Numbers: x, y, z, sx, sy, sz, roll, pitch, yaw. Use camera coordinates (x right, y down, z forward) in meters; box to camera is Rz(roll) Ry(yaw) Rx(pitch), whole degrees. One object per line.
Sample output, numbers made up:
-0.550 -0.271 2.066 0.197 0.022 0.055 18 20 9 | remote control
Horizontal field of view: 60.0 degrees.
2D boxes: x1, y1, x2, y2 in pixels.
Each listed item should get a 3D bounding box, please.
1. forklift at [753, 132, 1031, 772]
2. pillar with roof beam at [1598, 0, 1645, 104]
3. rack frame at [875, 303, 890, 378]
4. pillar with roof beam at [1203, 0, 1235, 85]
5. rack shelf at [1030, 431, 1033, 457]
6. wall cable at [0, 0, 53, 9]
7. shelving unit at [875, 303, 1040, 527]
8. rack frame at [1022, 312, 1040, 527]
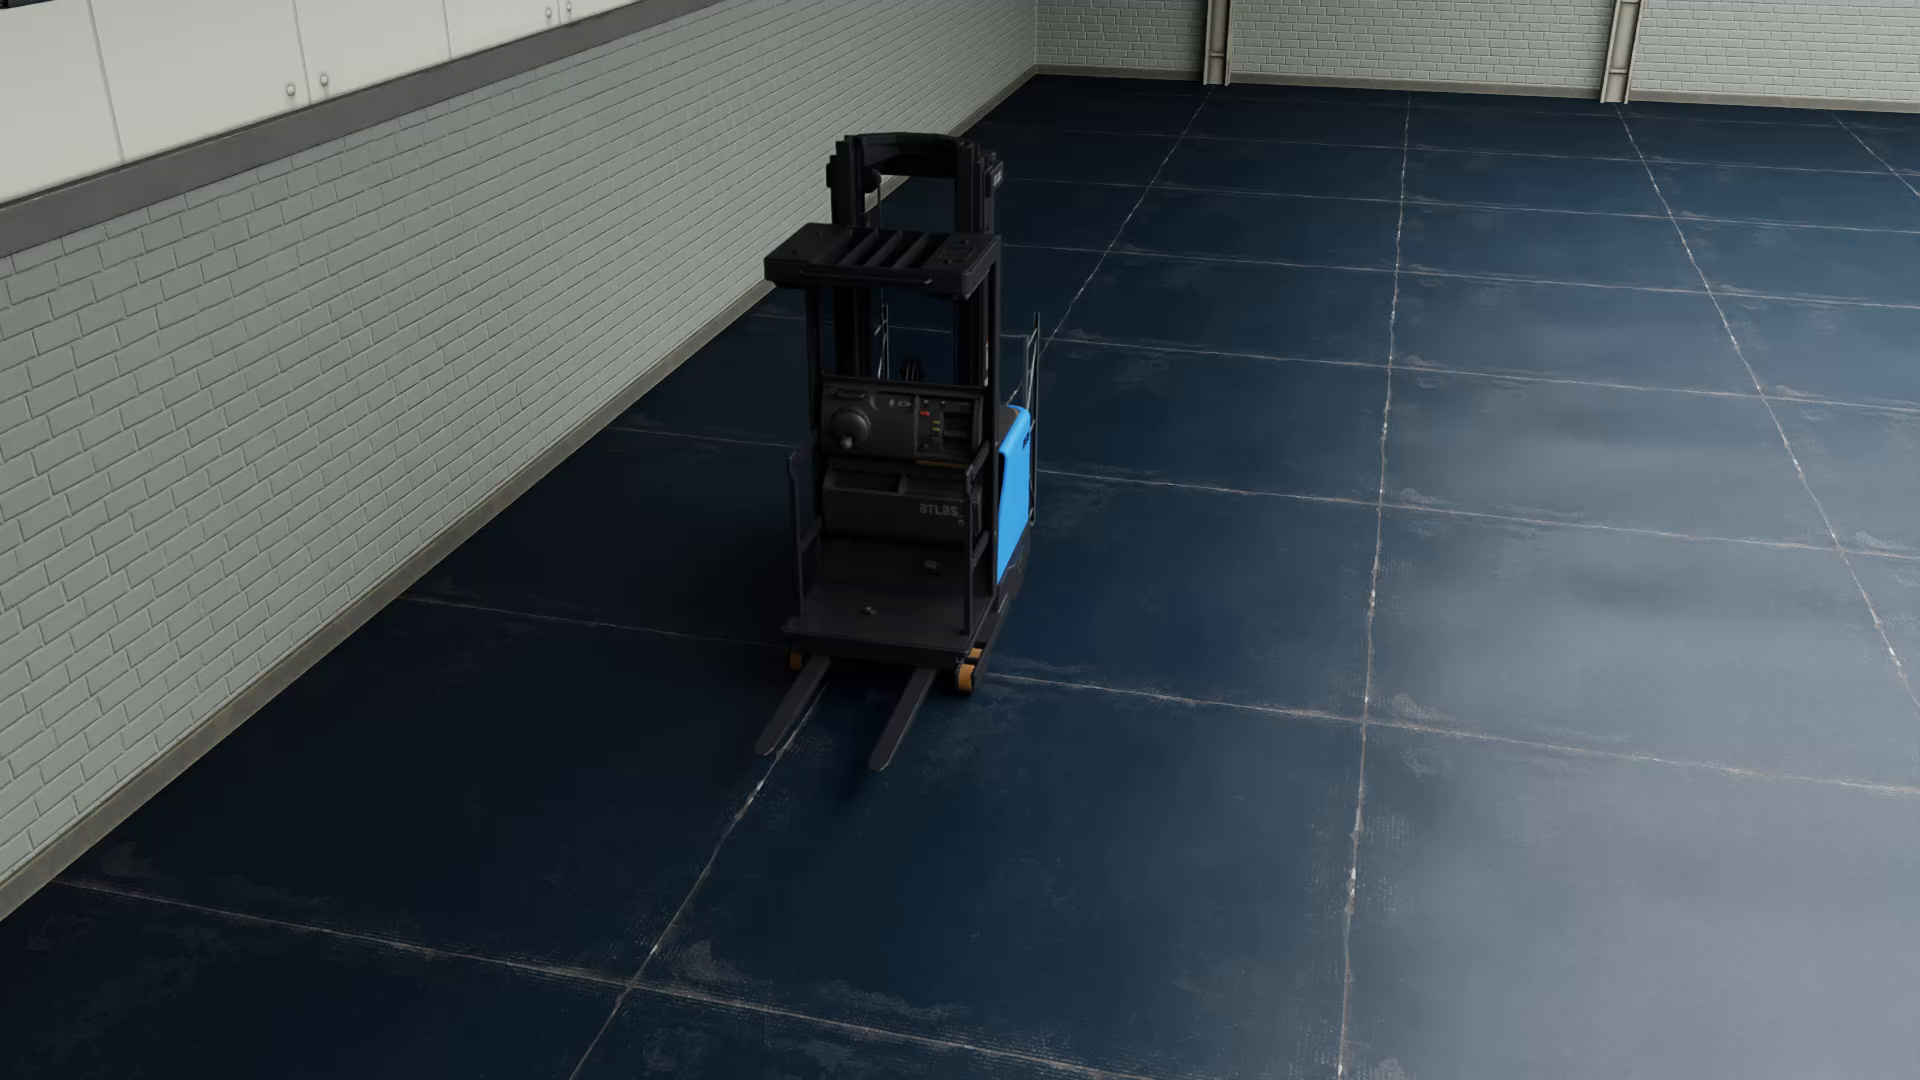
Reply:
-0.377 -0.634 9.172 1.130 2.935 3.031 6 26 12 | forklift
8.839 -8.935 19.548 0.400 9.000 9.100 6 26 13 | pillar with roof beam
-0.539 -0.793 11.171 0.032 1.500 0.500 5 26 10 | rack frame
3.028 -9.577 20.898 0.400 9.000 9.100 6 26 13 | pillar with roof beam
-0.040 -0.589 11.160 1.000 0.185 0.538 5 26 10 | rack shelf
-3.889 -4.607 6.503 0.169 6.003 2.305 6 26 13 | wall cable
-0.040 -0.751 11.082 1.048 1.500 0.538 5 26 10 | shelving unit
0.458 -0.709 10.994 0.032 1.500 0.500 5 26 10 | rack frame
